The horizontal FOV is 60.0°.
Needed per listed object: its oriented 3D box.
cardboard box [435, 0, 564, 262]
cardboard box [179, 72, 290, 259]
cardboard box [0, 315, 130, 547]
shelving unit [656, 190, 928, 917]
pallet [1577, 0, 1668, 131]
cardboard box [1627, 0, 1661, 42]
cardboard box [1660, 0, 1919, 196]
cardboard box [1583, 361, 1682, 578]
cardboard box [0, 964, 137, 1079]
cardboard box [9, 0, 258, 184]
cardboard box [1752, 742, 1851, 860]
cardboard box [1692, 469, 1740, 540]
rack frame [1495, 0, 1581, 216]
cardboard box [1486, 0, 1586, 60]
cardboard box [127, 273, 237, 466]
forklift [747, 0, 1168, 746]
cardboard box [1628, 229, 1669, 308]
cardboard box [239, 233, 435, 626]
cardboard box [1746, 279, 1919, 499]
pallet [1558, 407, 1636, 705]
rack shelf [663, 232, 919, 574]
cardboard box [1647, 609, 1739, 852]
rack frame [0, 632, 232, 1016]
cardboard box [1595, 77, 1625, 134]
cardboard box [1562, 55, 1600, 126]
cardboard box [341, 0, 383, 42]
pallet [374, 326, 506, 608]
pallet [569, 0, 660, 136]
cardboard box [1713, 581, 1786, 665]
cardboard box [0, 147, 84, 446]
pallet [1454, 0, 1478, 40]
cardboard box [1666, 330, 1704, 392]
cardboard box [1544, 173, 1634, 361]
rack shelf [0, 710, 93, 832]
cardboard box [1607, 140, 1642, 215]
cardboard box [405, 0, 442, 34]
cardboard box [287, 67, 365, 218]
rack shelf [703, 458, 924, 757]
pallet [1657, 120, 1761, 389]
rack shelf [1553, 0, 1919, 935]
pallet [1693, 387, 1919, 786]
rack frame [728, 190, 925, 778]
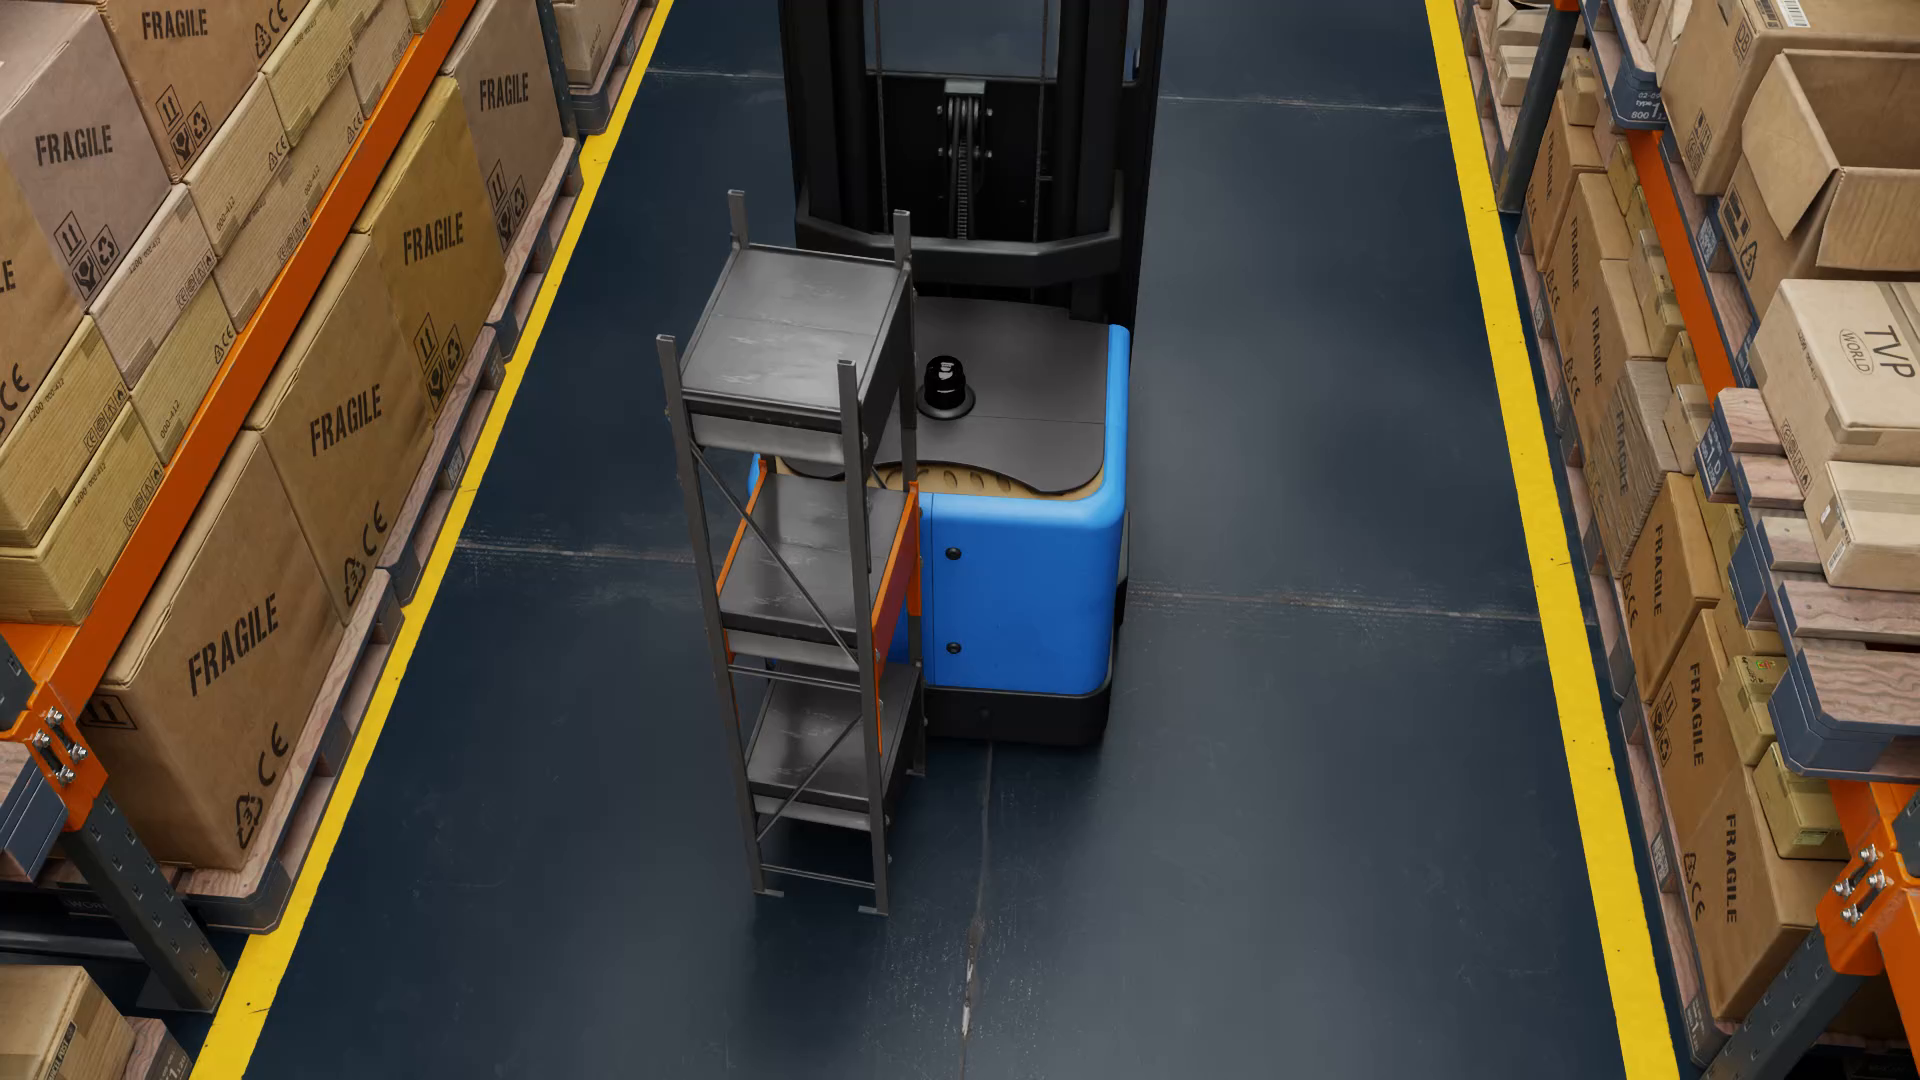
[{"bbox_3d":[-2.148,-1.692,6.420,0.875,0.875,0.875,5,48,5],"label":"cardboard box"},{"bbox_3d":[-2.138,-1.008,4.402,0.500,0.250,0.500,4,48,3],"label":"cardboard box"},{"bbox_3d":[-2.244,-0.263,3.720,0.500,0.250,0.500,4,48,3],"label":"cardboard box"},{"bbox_3d":[-0.352,0.161,4.180,0.431,2.100,0.503,8,48,8],"label":"shelving unit"},{"bbox_3d":[2.590,-1.752,5.450,1.003,0.211,1.213,4,48,4],"label":"pallet"},{"bbox_3d":[2.458,-1.851,5.058,0.700,0.500,0.500,4,48,4],"label":"cardboard box"},{"bbox_3d":[2.386,-1.275,4.531,0.700,0.500,0.500,4,48,3],"label":"cardboard box"},{"bbox_3d":[2.362,-0.216,5.324,0.500,0.500,0.500,2,48,2],"label":"cardboard box"},{"bbox_3d":[-2.597,1.371,3.960,0.950,0.372,0.625,1,48,1],"label":"cardboard box"},{"bbox_3d":[-2.149,-1.250,4.115,0.500,0.500,0.500,5,48,5],"label":"cardboard box"},{"bbox_3d":[2.200,0.645,4.097,0.380,0.149,0.250,2,48,2],"label":"cardboard box"},{"bbox_3d":[2.354,-0.122,4.799,0.380,0.149,0.250,3,48,3],"label":"cardboard box"},{"bbox_3d":[2.772,-2.397,5.910,1.000,3.000,0.127,4,48,4],"label":"rack frame"},{"bbox_3d":[2.563,-2.307,7.396,0.396,0.266,0.258,5,48,5],"label":"cardboard box"},{"bbox_3d":[-2.212,-0.459,4.239,0.500,0.250,0.500,3,48,2],"label":"cardboard box"},{"bbox_3d":[0.054,-1.452,5.092,1.130,2.935,3.031,4,48,3],"label":"forklift"},{"bbox_3d":[2.443,-0.887,5.498,0.380,0.149,0.250,4,48,3],"label":"cardboard box"},{"bbox_3d":[-2.305,-0.370,5.211,0.875,0.875,0.875,4,48,4],"label":"cardboard box"},{"bbox_3d":[2.181,-0.346,3.851,0.500,0.250,0.500,2,48,2],"label":"cardboard box"},{"bbox_3d":[2.627,0.043,5.567,1.003,0.211,1.213,4,48,4],"label":"pallet"},{"bbox_3d":[-0.352,-0.302,3.673,0.431,0.518,0.480,8,48,8],"label":"rack shelf"},{"bbox_3d":[2.288,0.552,4.622,0.500,0.500,0.500,3,48,3],"label":"cardboard box"},{"bbox_3d":[-2.536,0.211,3.524,1.000,3.000,0.127,4,48,4],"label":"rack frame"},{"bbox_3d":[2.498,-1.574,5.925,0.380,0.149,0.250,2,48,2],"label":"cardboard box"},{"bbox_3d":[2.474,-1.668,6.213,0.380,0.149,0.250,6,48,5],"label":"cardboard box"},{"bbox_3d":[-2.049,-1.757,5.087,0.500,0.250,0.500,5,48,4],"label":"cardboard box"},{"bbox_3d":[-2.275,-0.316,5.896,1.003,0.211,1.213,4,48,4],"label":"pallet"},{"bbox_3d":[-2.024,-2.340,7.748,1.003,0.211,1.213,4,48,4],"label":"pallet"},{"bbox_3d":[2.262,0.252,4.456,0.380,0.149,0.250,2,48,2],"label":"cardboard box"},{"bbox_3d":[-2.247,-0.506,3.435,0.500,0.500,0.500,2,48,2],"label":"cardboard box"},{"bbox_3d":[2.944,-2.859,8.222,1.003,0.211,1.213,4,48,4],"label":"pallet"},{"bbox_3d":[2.422,-0.504,5.148,0.380,0.149,0.250,4,48,4],"label":"cardboard box"},{"bbox_3d":[2.465,-0.963,6.007,0.500,0.500,0.500,3,48,3],"label":"cardboard box"},{"bbox_3d":[-2.718,1.924,2.445,1.077,0.370,4.000,4,48,4],"label":"rack shelf"},{"bbox_3d":[2.514,-1.270,5.849,0.380,0.149,0.250,2,48,2],"label":"cardboard box"},{"bbox_3d":[-2.009,-1.957,5.608,0.500,0.250,0.500,3,48,3],"label":"cardboard box"},{"bbox_3d":[-2.116,-1.207,4.923,0.500,0.250,0.500,4,48,4],"label":"cardboard box"},{"bbox_3d":[-0.352,0.170,4.190,0.431,0.518,0.480,8,48,8],"label":"rack shelf"},{"bbox_3d":[2.580,-0.822,4.599,1.003,0.211,1.213,4,48,4],"label":"pallet"},{"bbox_3d":[2.590,-0.684,4.831,1.077,0.370,4.000,4,48,4],"label":"rack shelf"},{"bbox_3d":[2.399,0.104,3.752,1.213,0.211,1.003,4,48,4],"label":"pallet"},{"bbox_3d":[-0.304,-0.016,4.341,0.400,2.100,0.015,8,48,8],"label":"rack frame"}]
